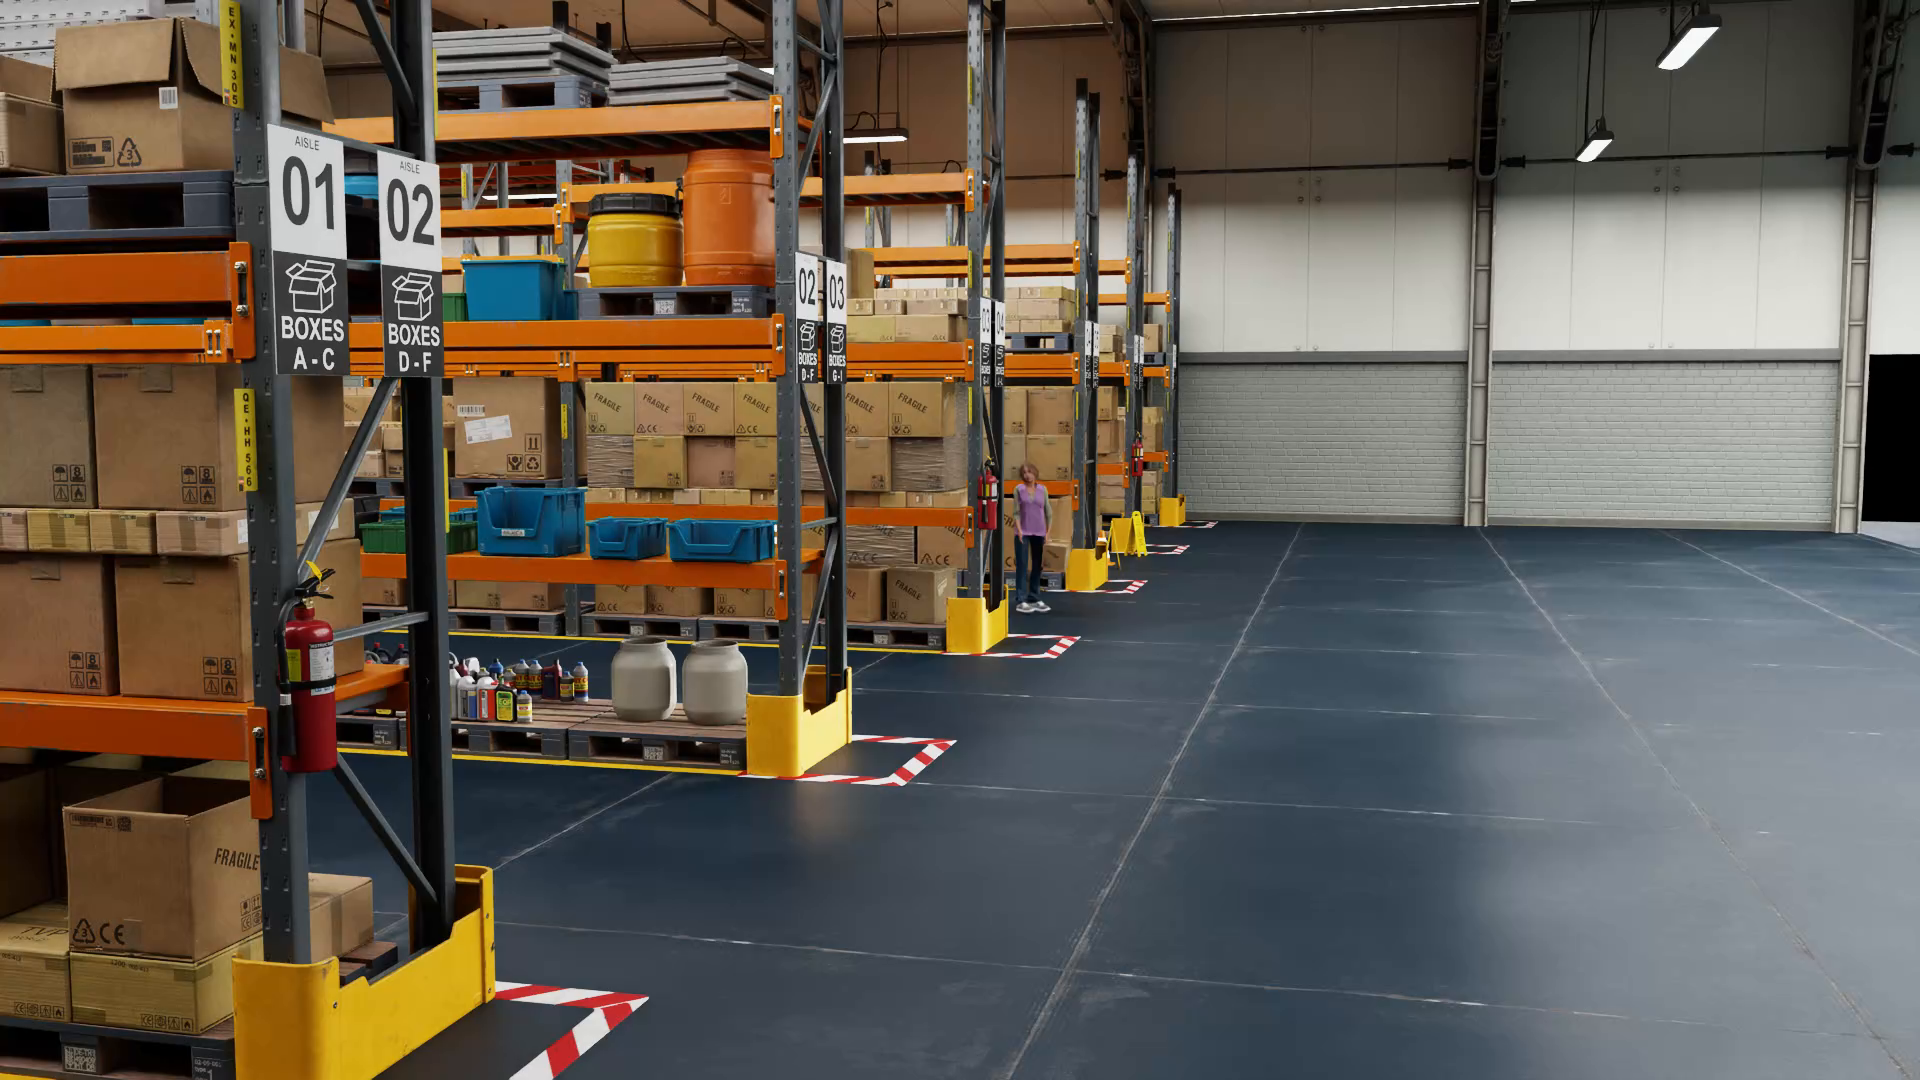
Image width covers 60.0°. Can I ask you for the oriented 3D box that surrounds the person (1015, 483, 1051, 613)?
[{"bbox_3d":[0.788,0.085,17.764,0.377,1.377,0.472,-1,5,-14],"label":"person"}]
